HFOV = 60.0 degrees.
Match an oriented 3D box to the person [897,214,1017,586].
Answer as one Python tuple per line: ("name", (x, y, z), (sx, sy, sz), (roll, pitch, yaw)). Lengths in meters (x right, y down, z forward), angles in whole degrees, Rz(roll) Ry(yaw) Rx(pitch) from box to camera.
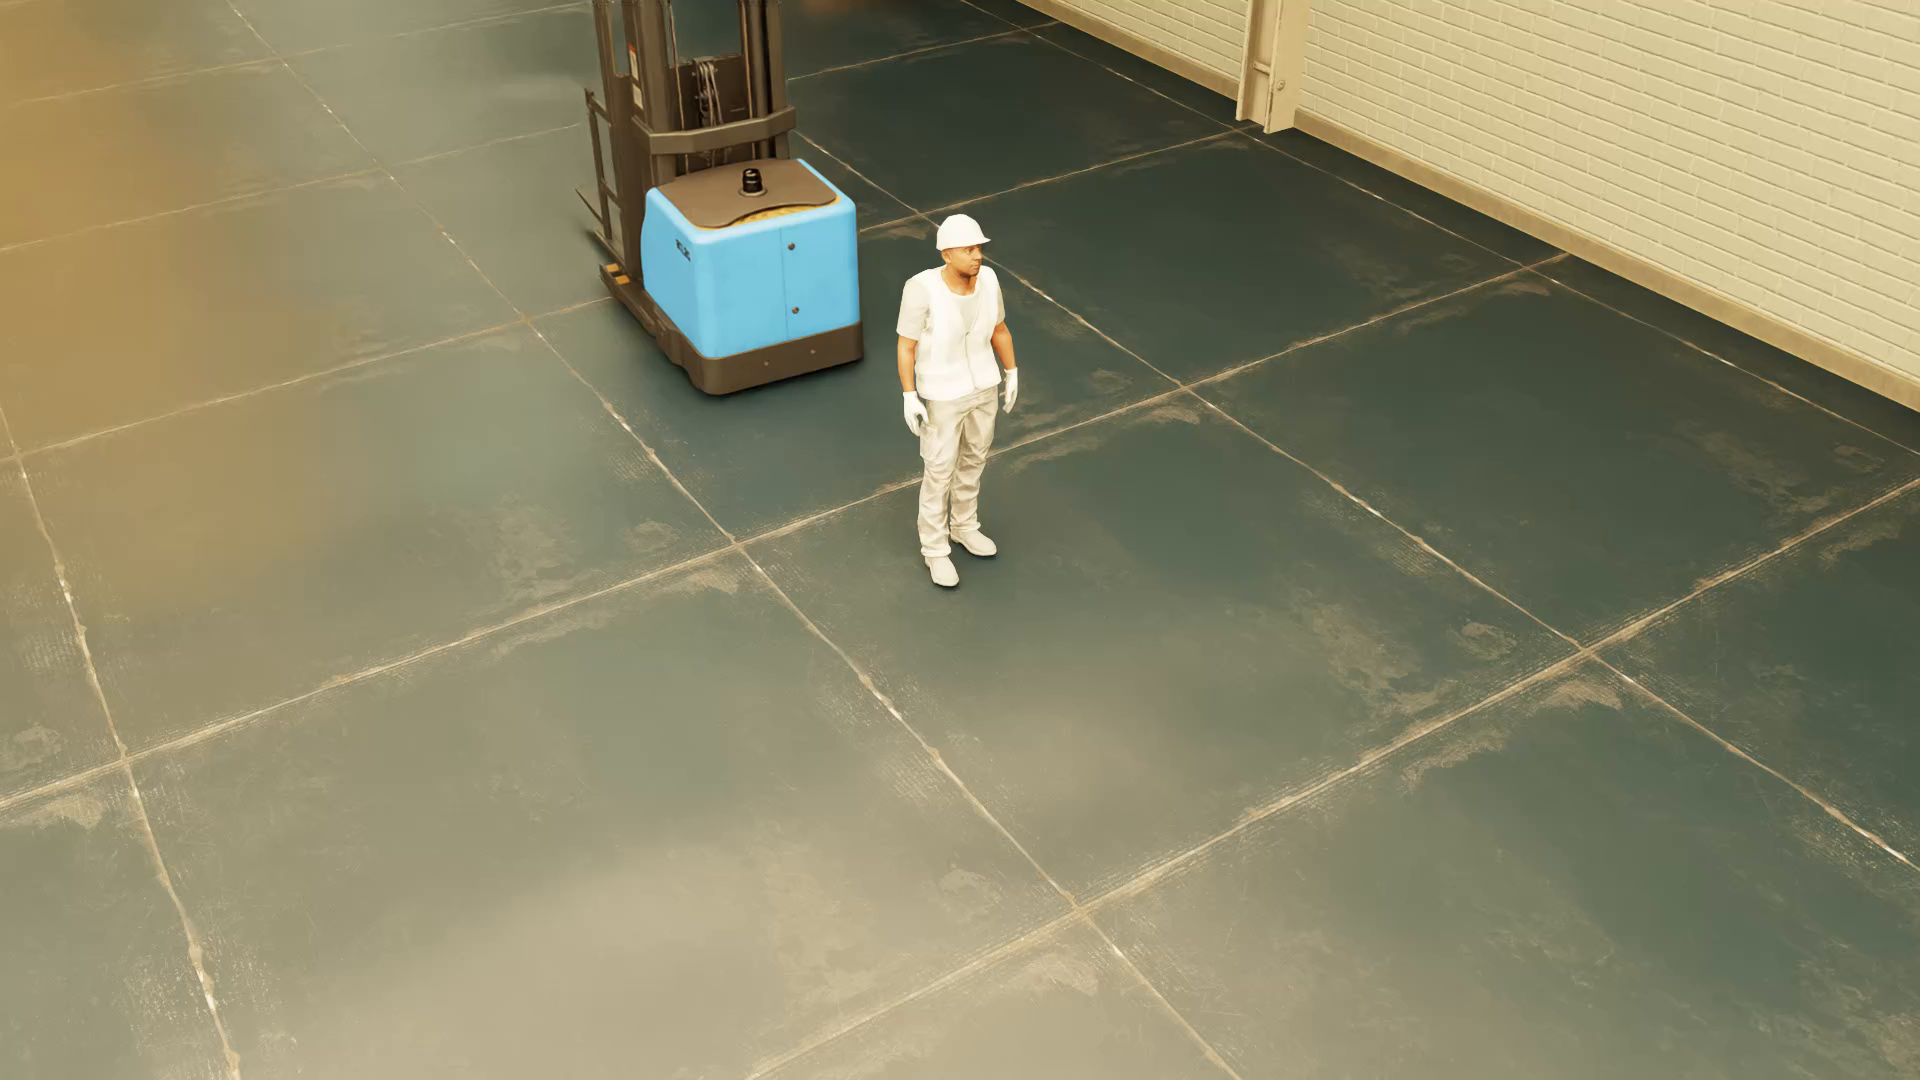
("person", (0.033, -0.698, 8.127), (0.657, 1.785, 0.575), (-21, 40, -27))

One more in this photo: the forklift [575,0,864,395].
("forklift", (-1.737, -2.882, 10.250), (1.130, 2.935, 3.031), (-17, 39, -23))
